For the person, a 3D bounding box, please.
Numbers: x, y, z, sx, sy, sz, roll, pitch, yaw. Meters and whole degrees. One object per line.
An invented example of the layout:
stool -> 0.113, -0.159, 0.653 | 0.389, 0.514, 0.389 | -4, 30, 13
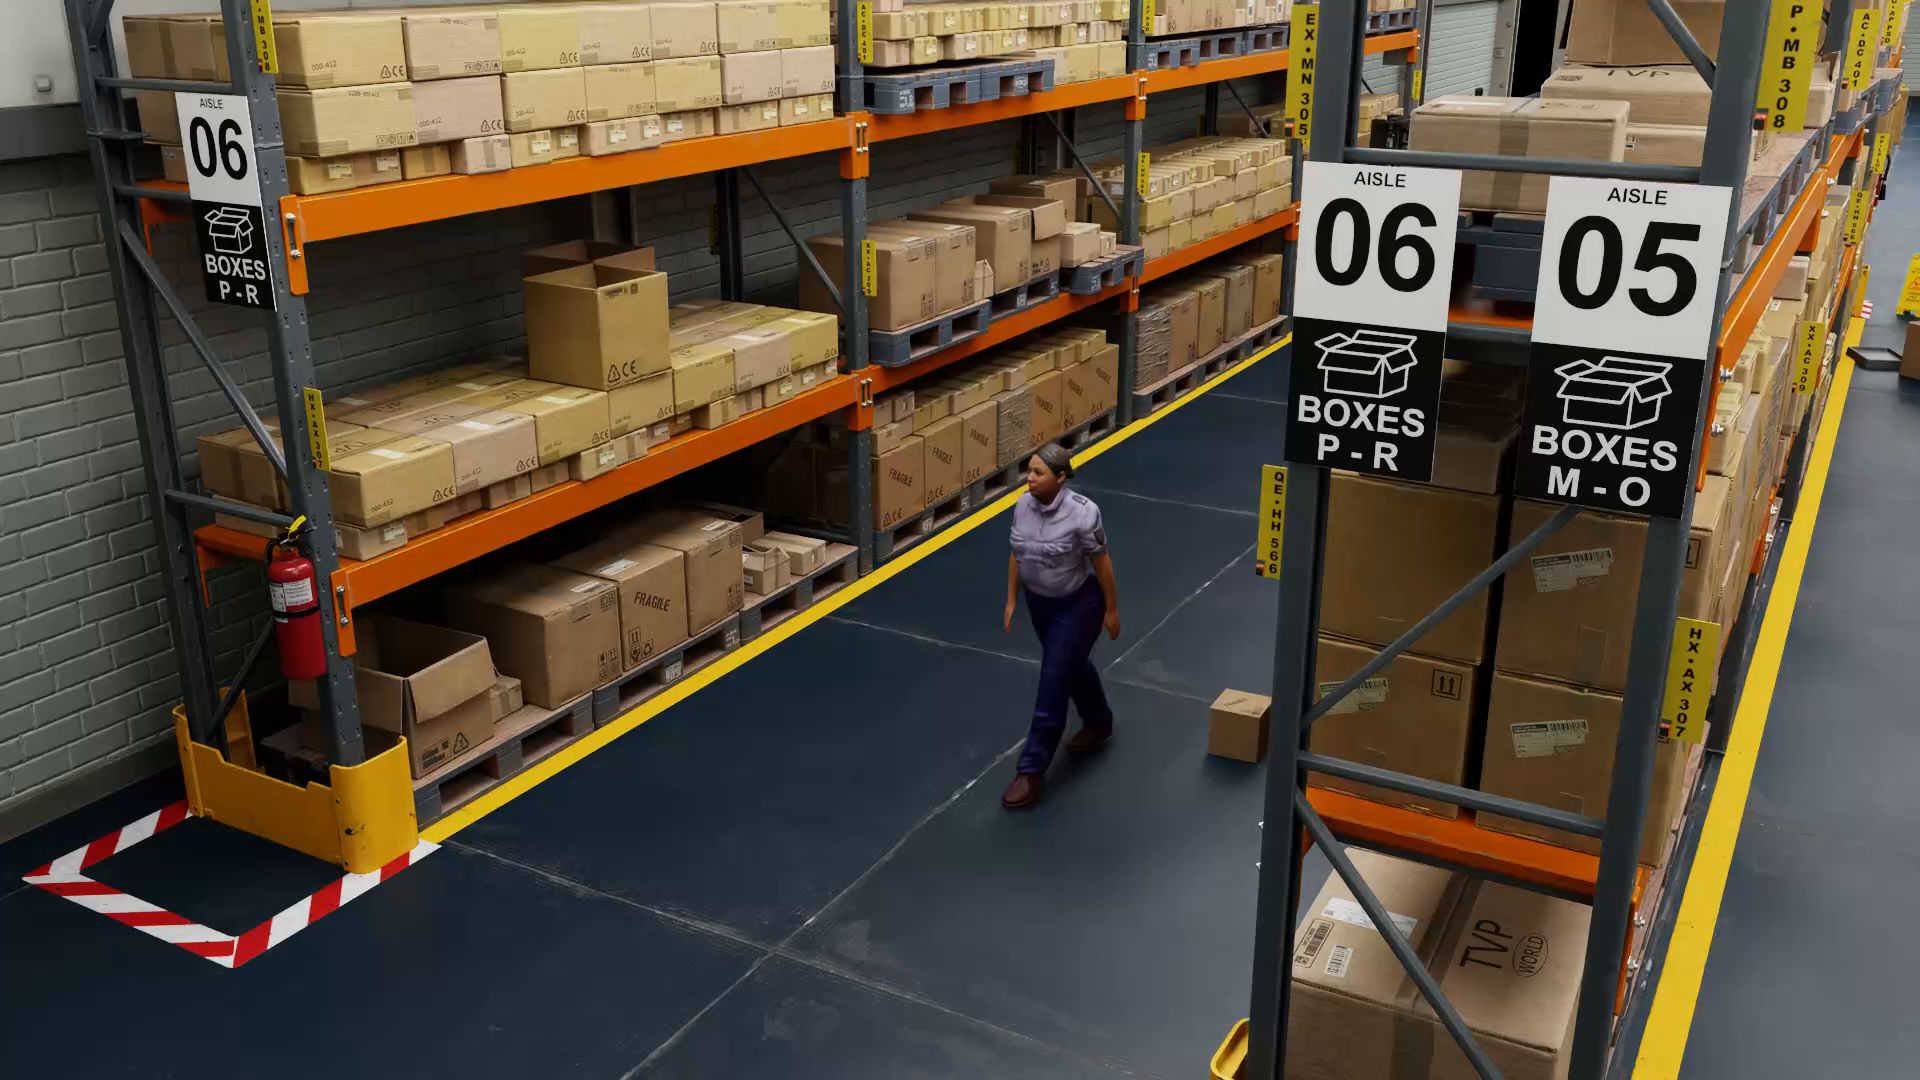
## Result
person -> 0.422, 0.319, 7.686 | 0.884, 1.606, 0.506 | -16, 25, -38
